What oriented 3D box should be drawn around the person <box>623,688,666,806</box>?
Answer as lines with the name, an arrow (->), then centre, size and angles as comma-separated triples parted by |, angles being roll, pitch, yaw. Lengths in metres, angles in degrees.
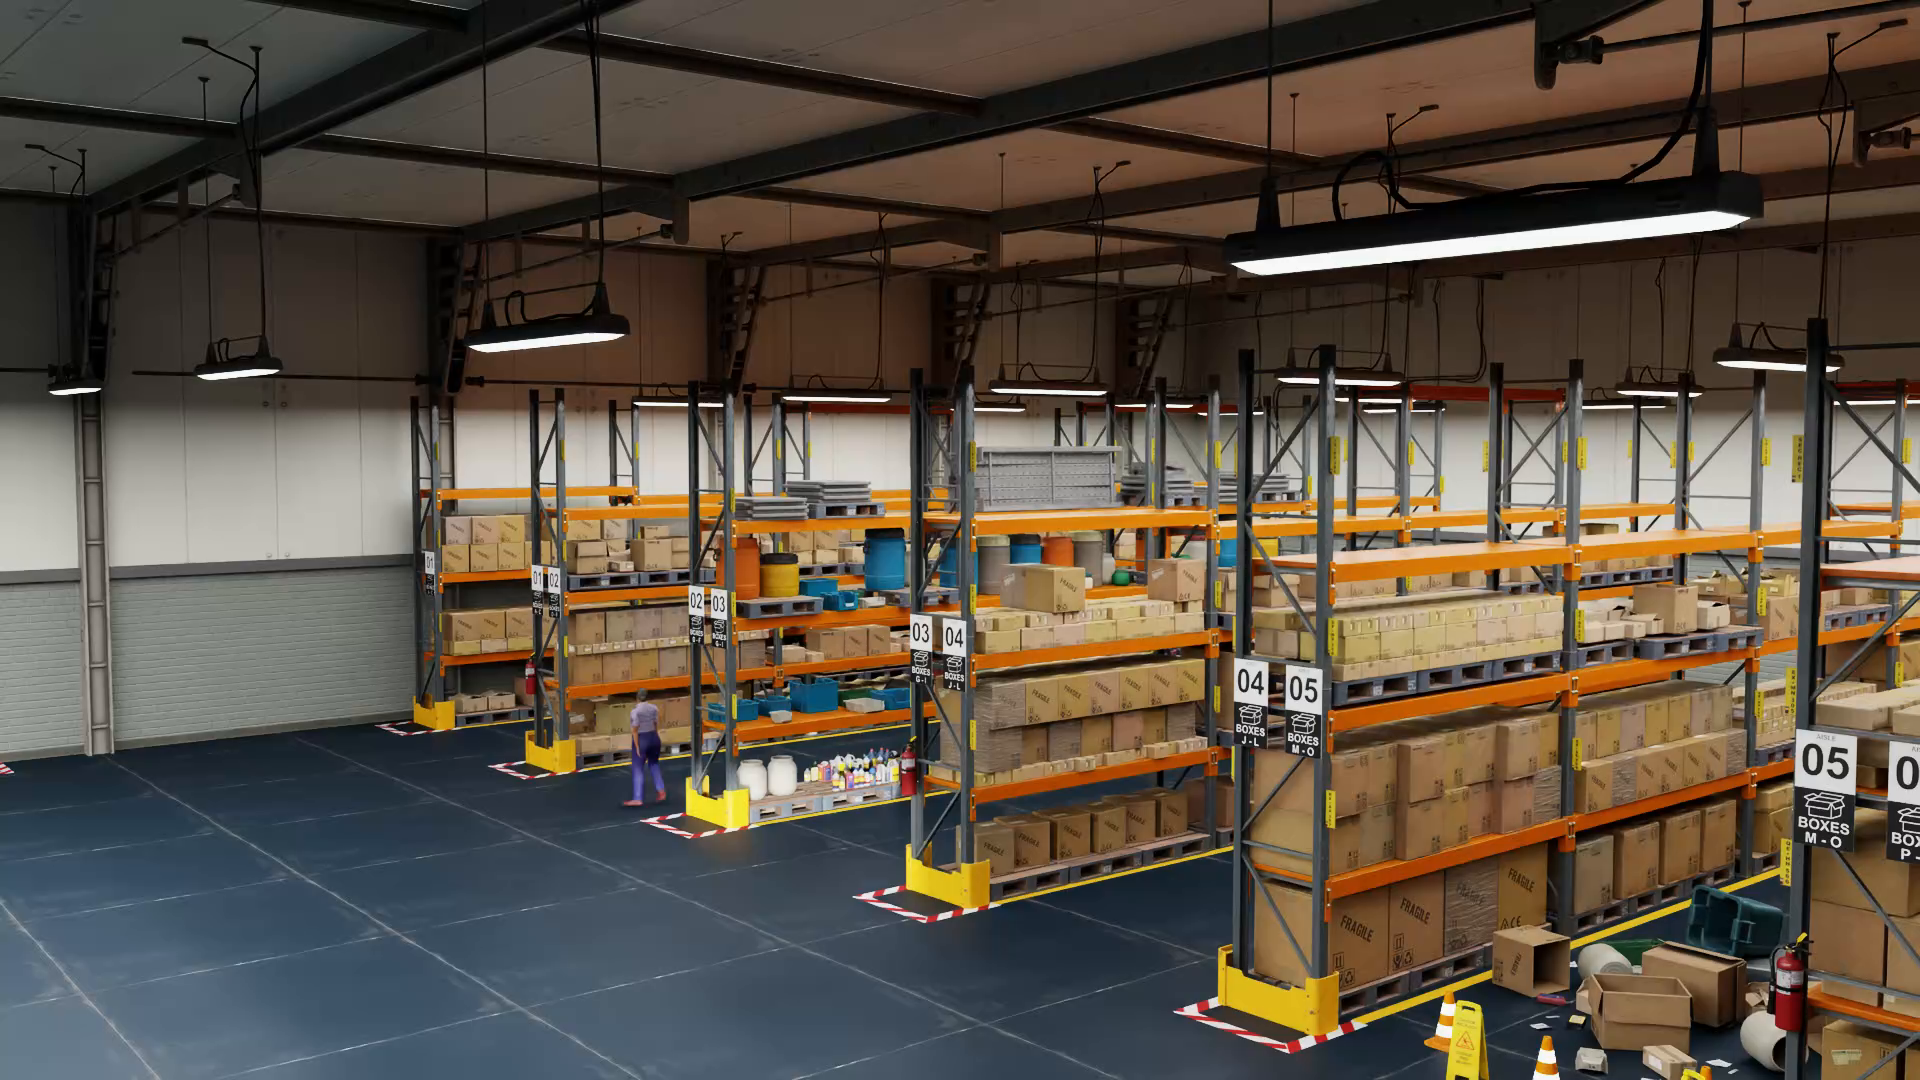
person -> -4.486, 2.939, 23.675 | 0.398, 1.670, 0.604 | 3, 5, 43
